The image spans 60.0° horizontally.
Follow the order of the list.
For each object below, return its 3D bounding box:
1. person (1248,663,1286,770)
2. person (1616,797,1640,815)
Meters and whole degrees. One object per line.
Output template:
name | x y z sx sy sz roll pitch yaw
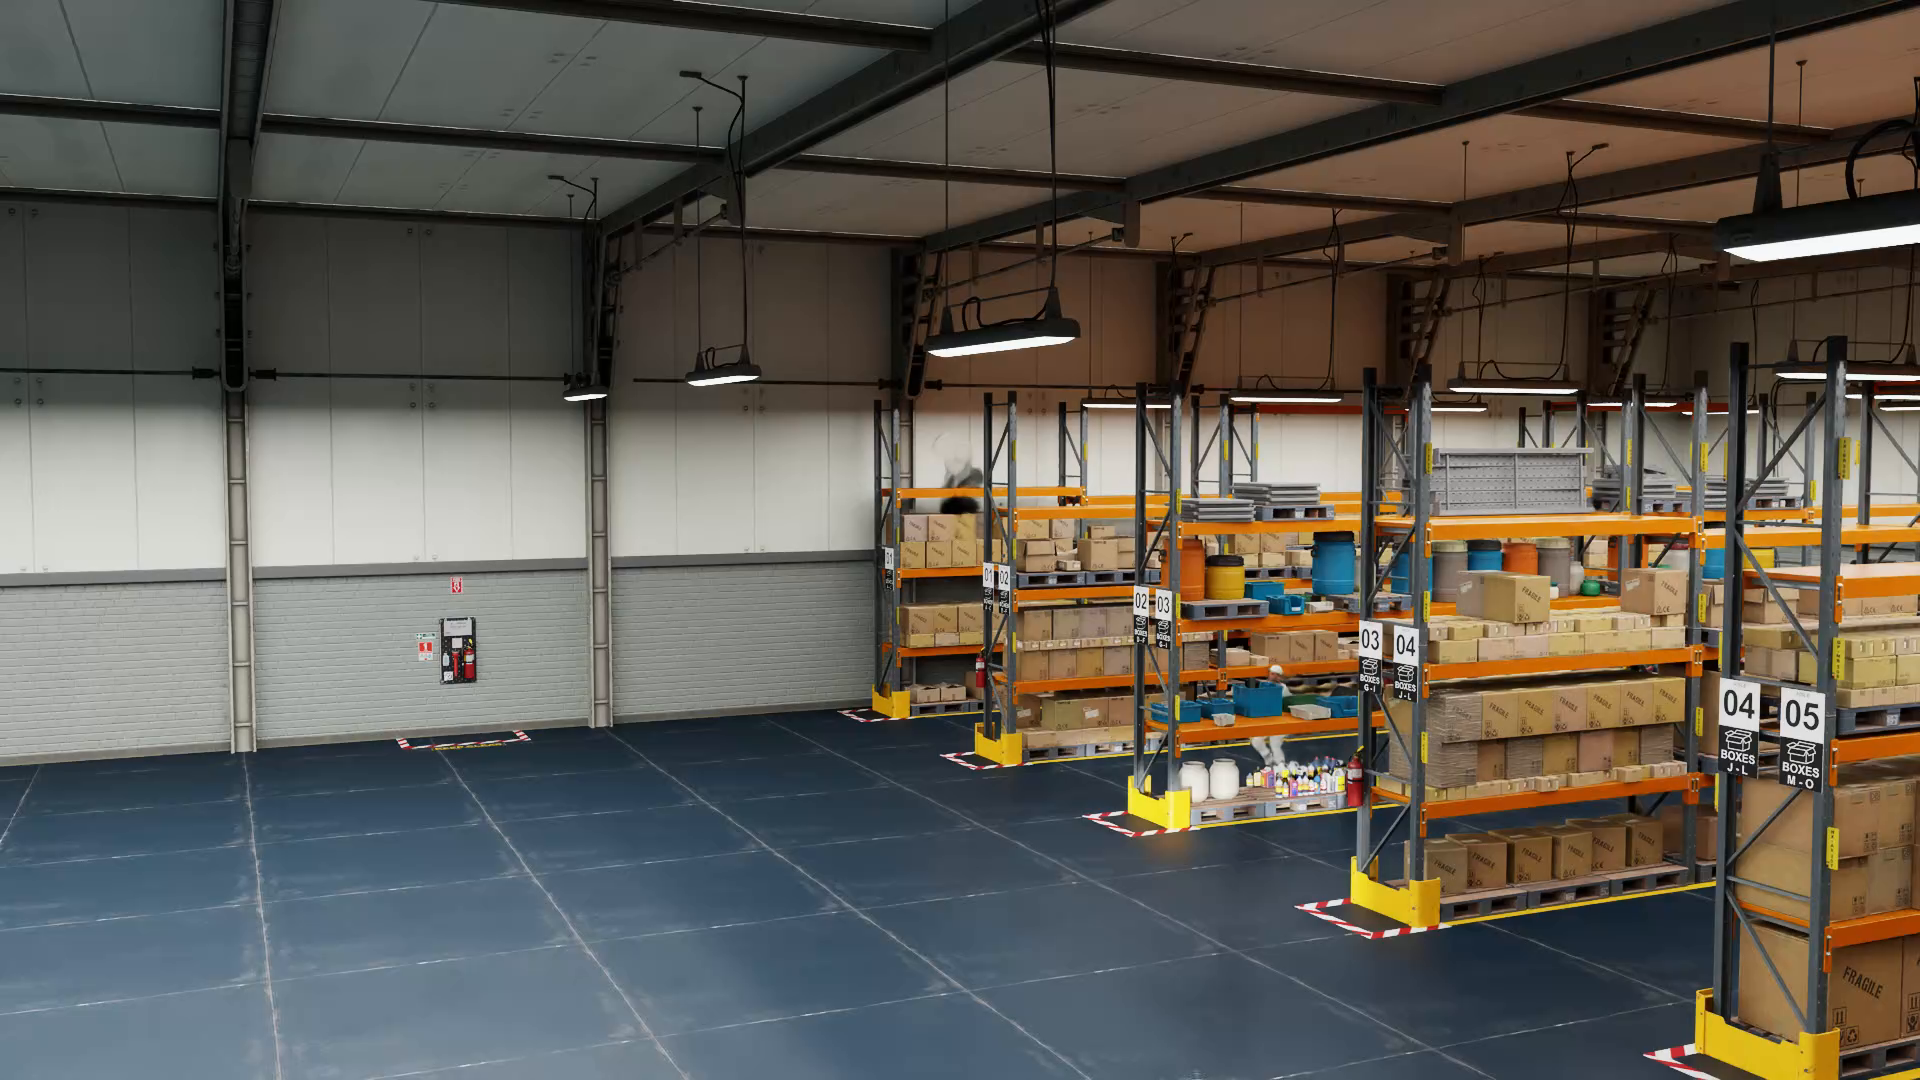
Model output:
person | 4.701 2.788 25.460 0.688 1.809 0.650 -3 4 -38
person | 8.724 3.058 21.802 0.742 1.769 0.647 -2 4 -26
